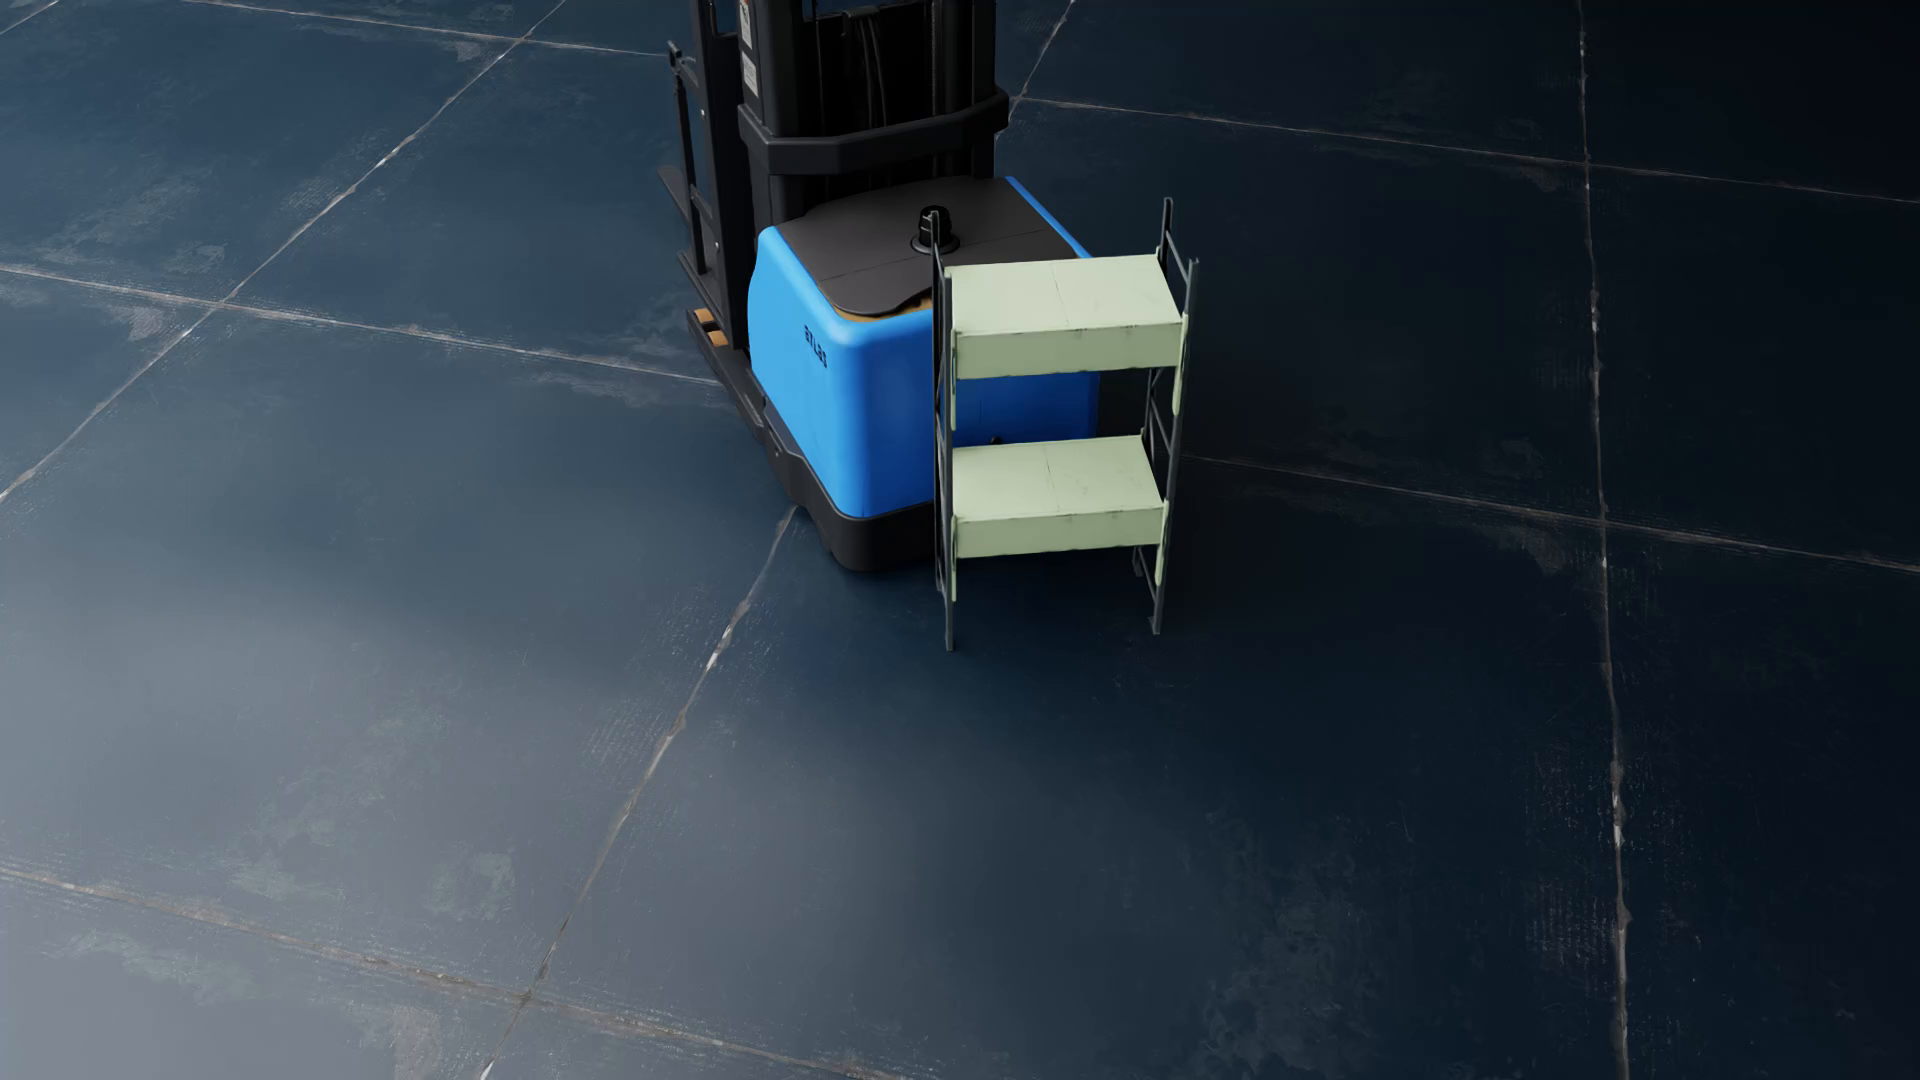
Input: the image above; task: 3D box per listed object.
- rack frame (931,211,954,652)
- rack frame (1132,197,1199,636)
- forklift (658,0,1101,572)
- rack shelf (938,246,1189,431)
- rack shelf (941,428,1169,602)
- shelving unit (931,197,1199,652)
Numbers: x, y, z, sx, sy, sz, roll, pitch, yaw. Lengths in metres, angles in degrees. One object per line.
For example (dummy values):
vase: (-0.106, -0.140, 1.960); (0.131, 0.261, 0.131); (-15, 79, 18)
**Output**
rack frame: (-0.057, -0.313, 5.456); (0.023, 1.500, 0.400); (-4, 40, -5)
rack frame: (0.671, -0.366, 5.520); (0.023, 1.500, 0.400); (-4, 40, -5)
forklift: (-0.539, -1.957, 6.302); (1.130, 2.935, 3.031); (-16, 43, -18)
rack shelf: (0.307, -0.639, 5.237); (0.720, 0.370, 0.431); (-4, 40, -5)
rack shelf: (0.307, -0.090, 5.698); (0.720, 0.370, 0.431); (-4, 40, -5)
shelving unit: (0.307, -0.340, 5.488); (0.755, 1.500, 0.431); (-4, 40, -5)
